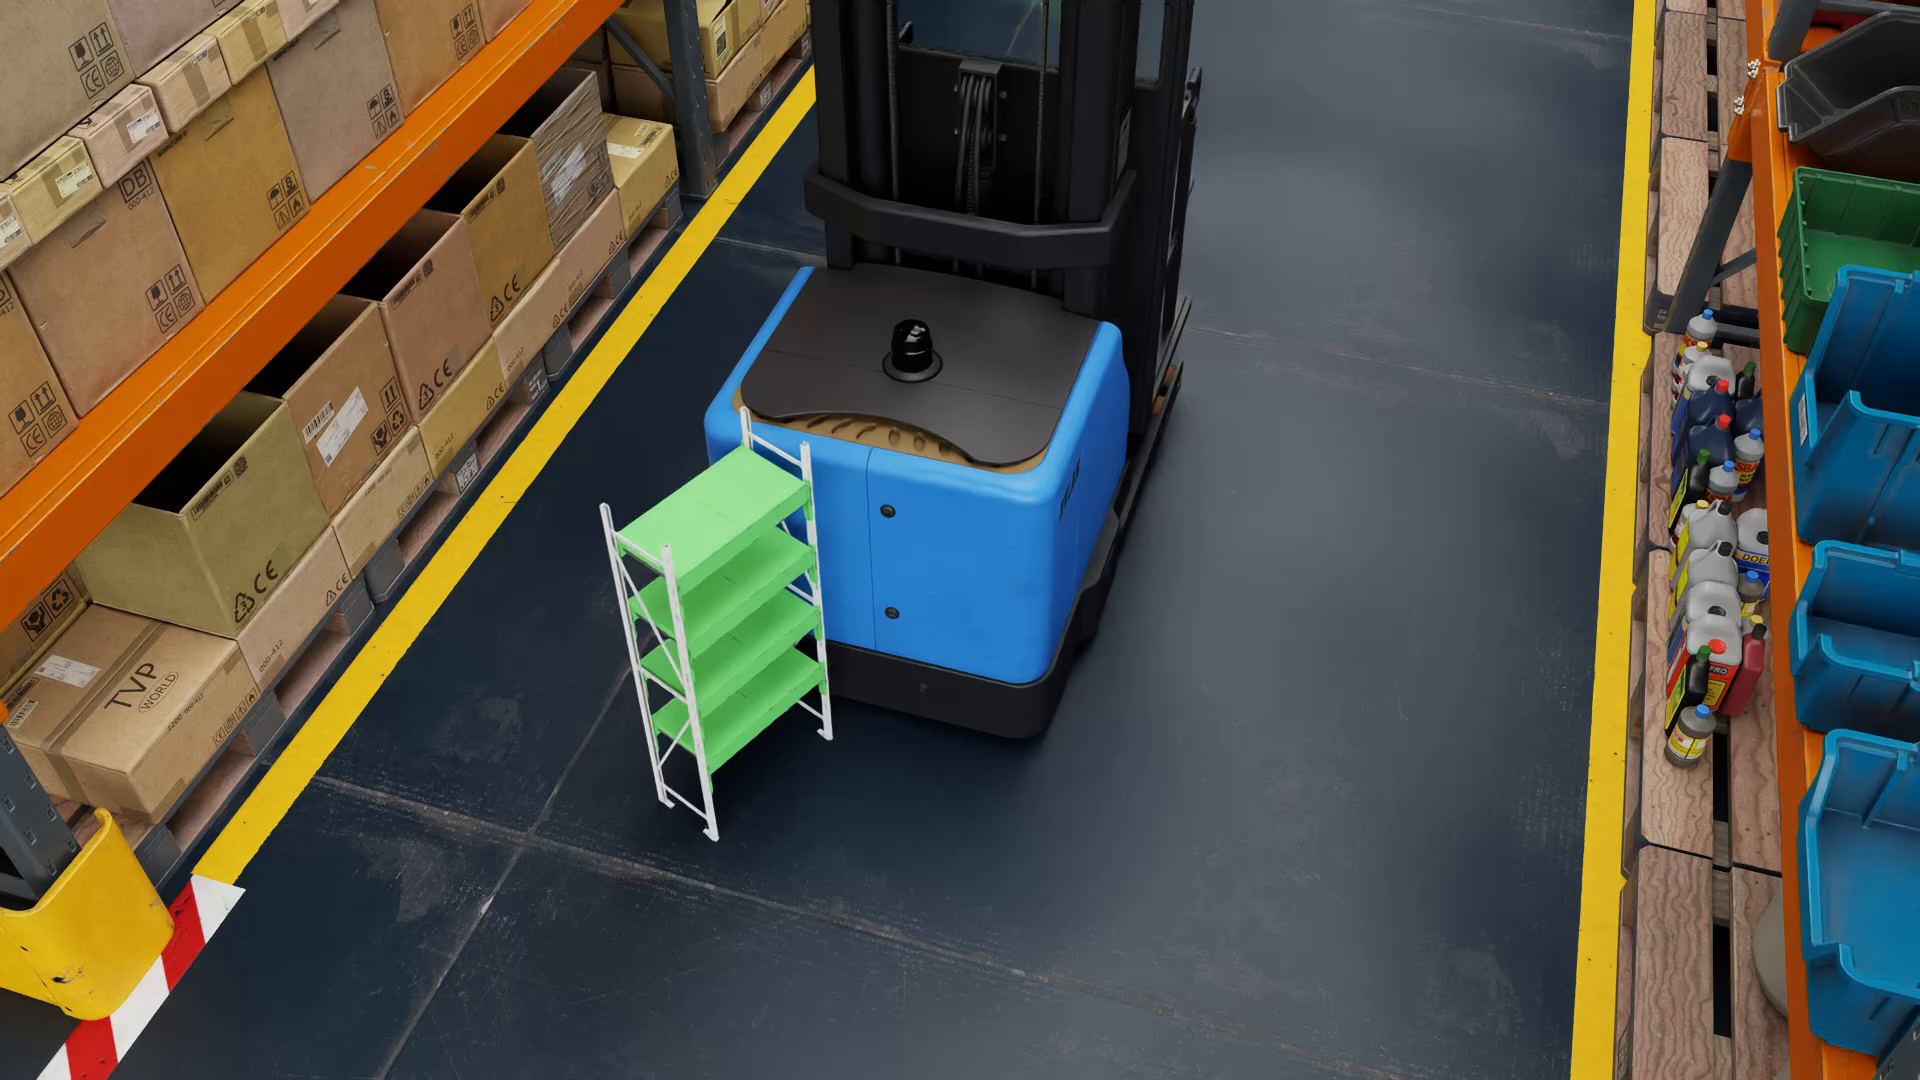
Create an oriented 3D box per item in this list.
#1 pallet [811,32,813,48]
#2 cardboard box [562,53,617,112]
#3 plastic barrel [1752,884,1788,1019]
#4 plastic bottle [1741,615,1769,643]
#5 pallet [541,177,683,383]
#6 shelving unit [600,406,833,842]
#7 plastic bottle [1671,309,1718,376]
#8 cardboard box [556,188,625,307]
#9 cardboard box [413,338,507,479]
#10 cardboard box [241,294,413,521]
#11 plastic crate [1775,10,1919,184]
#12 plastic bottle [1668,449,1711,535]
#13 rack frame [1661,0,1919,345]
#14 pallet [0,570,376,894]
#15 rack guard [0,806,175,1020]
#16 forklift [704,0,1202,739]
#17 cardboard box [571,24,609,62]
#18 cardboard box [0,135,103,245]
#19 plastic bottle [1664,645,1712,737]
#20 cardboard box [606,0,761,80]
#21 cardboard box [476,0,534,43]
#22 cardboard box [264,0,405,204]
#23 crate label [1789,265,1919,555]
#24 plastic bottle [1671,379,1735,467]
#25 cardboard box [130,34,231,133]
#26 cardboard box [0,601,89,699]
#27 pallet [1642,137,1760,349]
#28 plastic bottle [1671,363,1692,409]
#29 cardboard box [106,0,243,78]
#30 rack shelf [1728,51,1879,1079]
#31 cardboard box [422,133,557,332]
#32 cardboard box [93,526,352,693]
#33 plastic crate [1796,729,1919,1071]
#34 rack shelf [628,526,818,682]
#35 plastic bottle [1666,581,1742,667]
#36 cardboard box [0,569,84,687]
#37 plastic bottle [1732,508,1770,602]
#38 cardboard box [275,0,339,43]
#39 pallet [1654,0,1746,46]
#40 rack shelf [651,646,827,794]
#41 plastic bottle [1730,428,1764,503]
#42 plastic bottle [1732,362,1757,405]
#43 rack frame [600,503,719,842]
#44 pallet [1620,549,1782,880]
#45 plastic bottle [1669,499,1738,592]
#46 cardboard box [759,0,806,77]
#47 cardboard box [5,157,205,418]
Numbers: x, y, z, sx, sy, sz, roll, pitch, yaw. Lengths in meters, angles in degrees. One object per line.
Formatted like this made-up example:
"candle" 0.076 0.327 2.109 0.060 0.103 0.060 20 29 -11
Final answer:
"pallet" -1.009 -3.016 8.682 1.003 0.211 1.213 13 46 13
"cardboard box" -1.713 -2.203 7.522 0.500 0.250 0.500 12 46 12
"plastic barrel" 2.224 0.970 4.092 0.421 0.512 0.421 0 44 0
"plastic bottle" 2.353 0.305 4.980 0.097 0.201 0.097 0 44 0
"pallet" -1.843 -1.180 6.805 1.003 0.211 1.213 13 46 13
"shelving unit" -0.643 0.263 4.622 0.258 1.200 0.503 30 52 27
"plastic bottle" 2.643 -0.709 5.966 0.097 0.271 0.097 0 44 0
"cardboard box" -1.655 -1.179 6.475 0.500 0.250 0.500 13 46 13
"cardboard box" -1.943 -0.509 5.791 0.500 0.250 0.500 13 46 13
"cardboard box" -2.110 -0.447 5.192 0.500 0.500 0.500 13 46 13
"plastic crate" 2.878 -1.302 4.980 0.767 0.338 0.504 13 46 13
"plastic bottle" 2.371 -0.155 5.392 0.061 0.283 0.133 14 46 14
"rack frame" 3.157 -1.646 5.288 1.000 3.000 0.127 13 46 13
"pallet" -2.582 0.446 5.143 1.003 0.211 1.213 13 46 13
"rack guard" -2.781 0.878 4.495 1.175 0.500 0.348 13 46 13
"forklift" 0.203 -1.495 5.182 1.130 2.935 3.031 12 46 12
"cardboard box" -1.713 -2.396 7.319 0.500 0.311 0.500 13 46 13
"cardboard box" -2.295 -0.858 3.946 0.380 0.149 0.250 13 46 13
"plastic bottle" 2.102 0.435 4.789 0.061 0.283 0.133 14 46 13
"cardboard box" -1.200 -2.288 7.209 0.500 0.311 0.500 13 46 13
"cardboard box" -1.844 -2.084 5.663 0.700 0.500 0.500 12 46 12
"cardboard box" -2.154 -1.408 4.973 0.700 0.500 0.500 14 46 14
"crate label" 2.246 -0.277 3.863 0.502 0.435 0.616 13 46 13
"plastic bottle" 2.517 -0.407 5.600 0.144 0.351 0.185 14 46 14
"cardboard box" -2.138 -1.204 4.300 0.380 0.149 0.250 11 45 11
"cardboard box" -2.893 0.381 4.882 0.500 0.250 0.500 13 46 13
"pallet" 3.358 -1.181 6.806 1.003 0.211 1.213 13 46 13
"plastic bottle" 2.581 -0.548 5.852 0.097 0.201 0.097 0 44 0
"cardboard box" -2.298 -1.563 4.203 0.700 0.500 0.500 13 46 13
"rack shelf" 2.552 -0.056 4.177 1.077 0.370 4.000 13 46 13
"cardboard box" -1.805 -1.113 5.872 0.500 0.500 0.500 13 46 13
"cardboard box" -2.251 0.157 5.111 0.500 0.250 0.500 13 46 13
"plastic crate" 1.812 0.676 3.021 0.499 0.251 0.616 13 46 13
"rack shelf" -0.642 0.137 4.498 0.258 0.148 0.480 30 52 27
"plastic bottle" 2.229 0.265 4.968 0.152 0.276 0.135 11 46 11
"cardboard box" -2.895 0.113 4.620 0.500 0.500 0.500 13 46 13
"plastic bottle" 2.480 0.044 5.193 0.152 0.276 0.135 13 46 13
"cardboard box" -1.983 -1.540 4.643 0.380 0.149 0.250 13 46 13
"pallet" 4.097 -2.808 8.468 1.003 0.211 1.213 13 46 13
"rack shelf" -0.644 0.481 4.834 0.258 0.148 0.480 30 52 27
"plastic bottle" 2.589 -0.256 5.503 0.097 0.271 0.097 0 44 0
"plastic bottle" 2.673 -0.470 5.713 0.061 0.283 0.133 13 46 13
"rack frame" -0.798 0.394 4.487 0.240 1.200 0.015 30 52 27
"pallet" 2.547 0.605 4.981 1.003 0.211 1.213 13 46 13
"plastic bottle" 2.332 0.003 5.182 0.144 0.351 0.185 12 46 12
"cardboard box" -1.048 -2.422 7.746 0.500 0.250 0.500 14 46 14
"cardboard box" -2.466 -0.727 4.277 0.700 0.500 0.500 14 46 14
